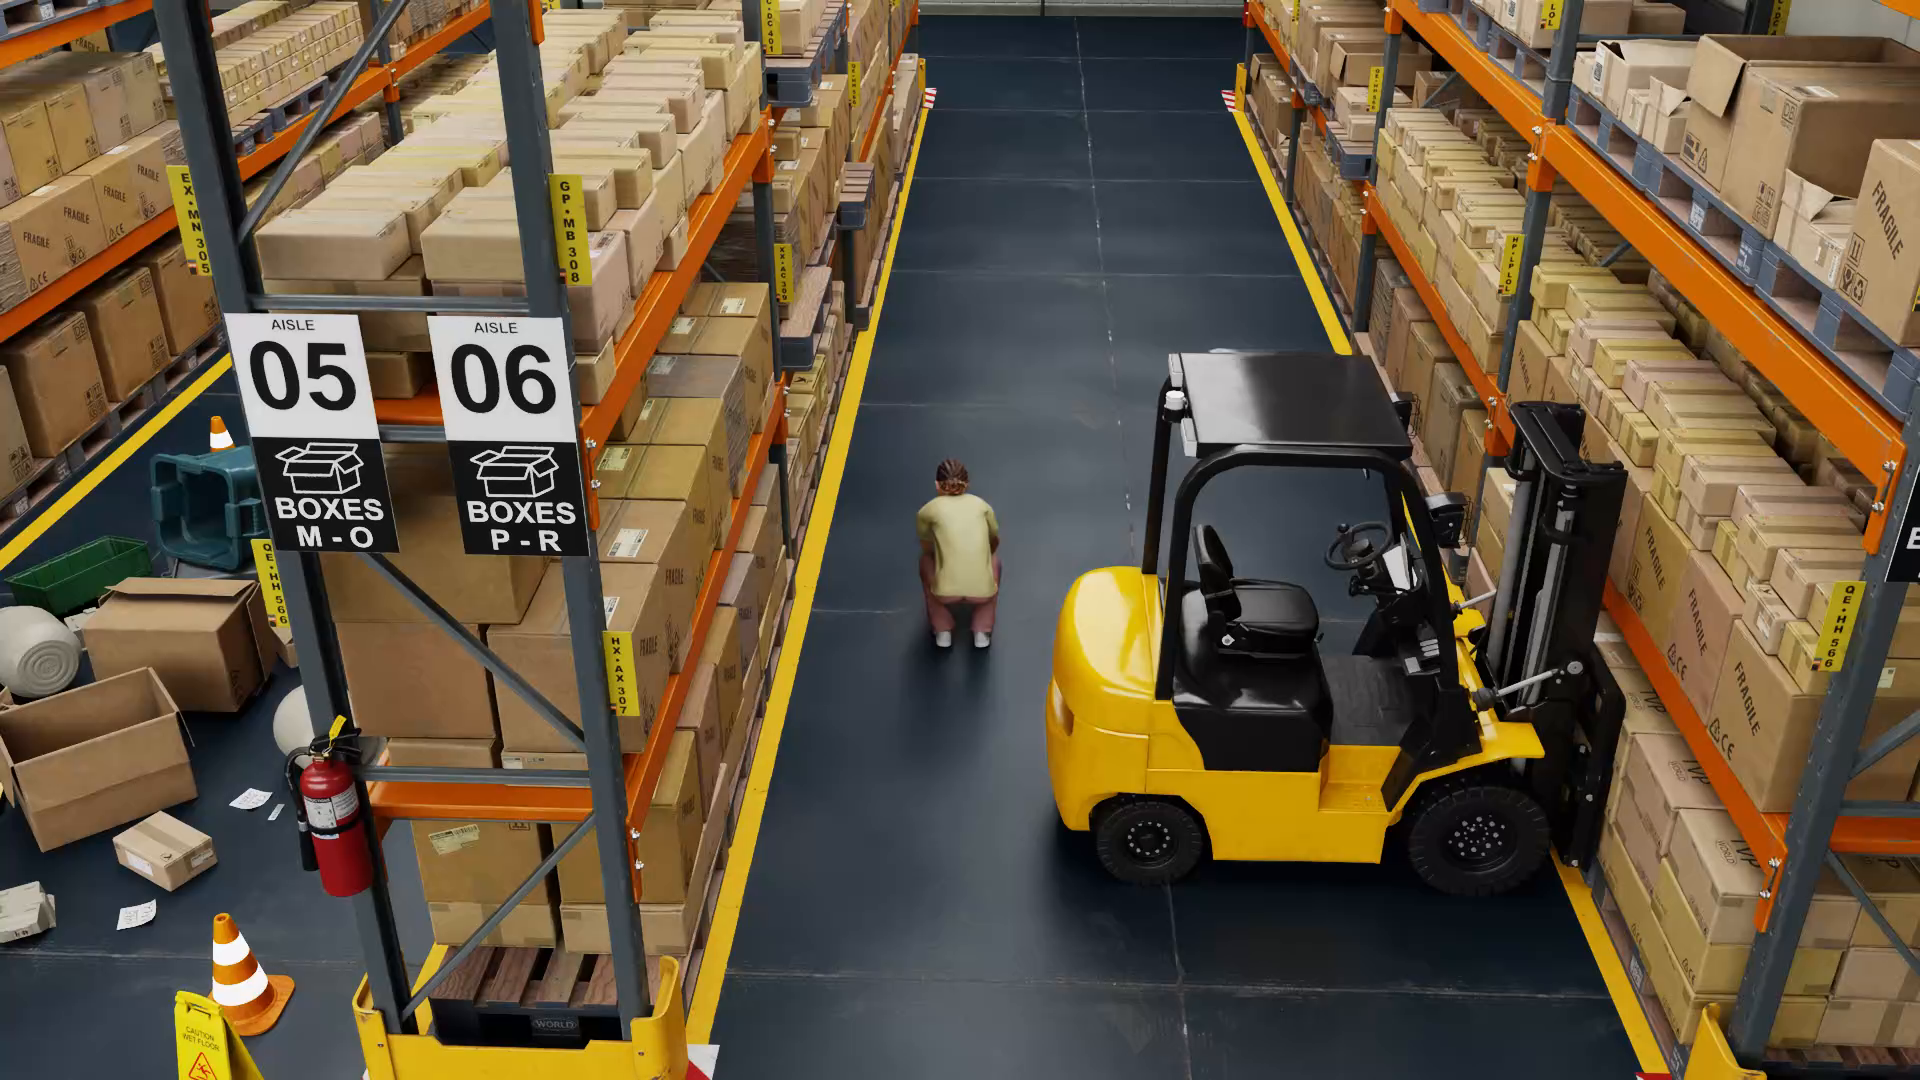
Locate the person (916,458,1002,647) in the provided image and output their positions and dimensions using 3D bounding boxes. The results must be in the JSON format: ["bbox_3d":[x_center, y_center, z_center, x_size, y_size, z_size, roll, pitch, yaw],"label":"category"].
[{"bbox_3d":[-0.003,0.063,9.306,0.488,0.928,0.810,0,28,0],"label":"person"}]
